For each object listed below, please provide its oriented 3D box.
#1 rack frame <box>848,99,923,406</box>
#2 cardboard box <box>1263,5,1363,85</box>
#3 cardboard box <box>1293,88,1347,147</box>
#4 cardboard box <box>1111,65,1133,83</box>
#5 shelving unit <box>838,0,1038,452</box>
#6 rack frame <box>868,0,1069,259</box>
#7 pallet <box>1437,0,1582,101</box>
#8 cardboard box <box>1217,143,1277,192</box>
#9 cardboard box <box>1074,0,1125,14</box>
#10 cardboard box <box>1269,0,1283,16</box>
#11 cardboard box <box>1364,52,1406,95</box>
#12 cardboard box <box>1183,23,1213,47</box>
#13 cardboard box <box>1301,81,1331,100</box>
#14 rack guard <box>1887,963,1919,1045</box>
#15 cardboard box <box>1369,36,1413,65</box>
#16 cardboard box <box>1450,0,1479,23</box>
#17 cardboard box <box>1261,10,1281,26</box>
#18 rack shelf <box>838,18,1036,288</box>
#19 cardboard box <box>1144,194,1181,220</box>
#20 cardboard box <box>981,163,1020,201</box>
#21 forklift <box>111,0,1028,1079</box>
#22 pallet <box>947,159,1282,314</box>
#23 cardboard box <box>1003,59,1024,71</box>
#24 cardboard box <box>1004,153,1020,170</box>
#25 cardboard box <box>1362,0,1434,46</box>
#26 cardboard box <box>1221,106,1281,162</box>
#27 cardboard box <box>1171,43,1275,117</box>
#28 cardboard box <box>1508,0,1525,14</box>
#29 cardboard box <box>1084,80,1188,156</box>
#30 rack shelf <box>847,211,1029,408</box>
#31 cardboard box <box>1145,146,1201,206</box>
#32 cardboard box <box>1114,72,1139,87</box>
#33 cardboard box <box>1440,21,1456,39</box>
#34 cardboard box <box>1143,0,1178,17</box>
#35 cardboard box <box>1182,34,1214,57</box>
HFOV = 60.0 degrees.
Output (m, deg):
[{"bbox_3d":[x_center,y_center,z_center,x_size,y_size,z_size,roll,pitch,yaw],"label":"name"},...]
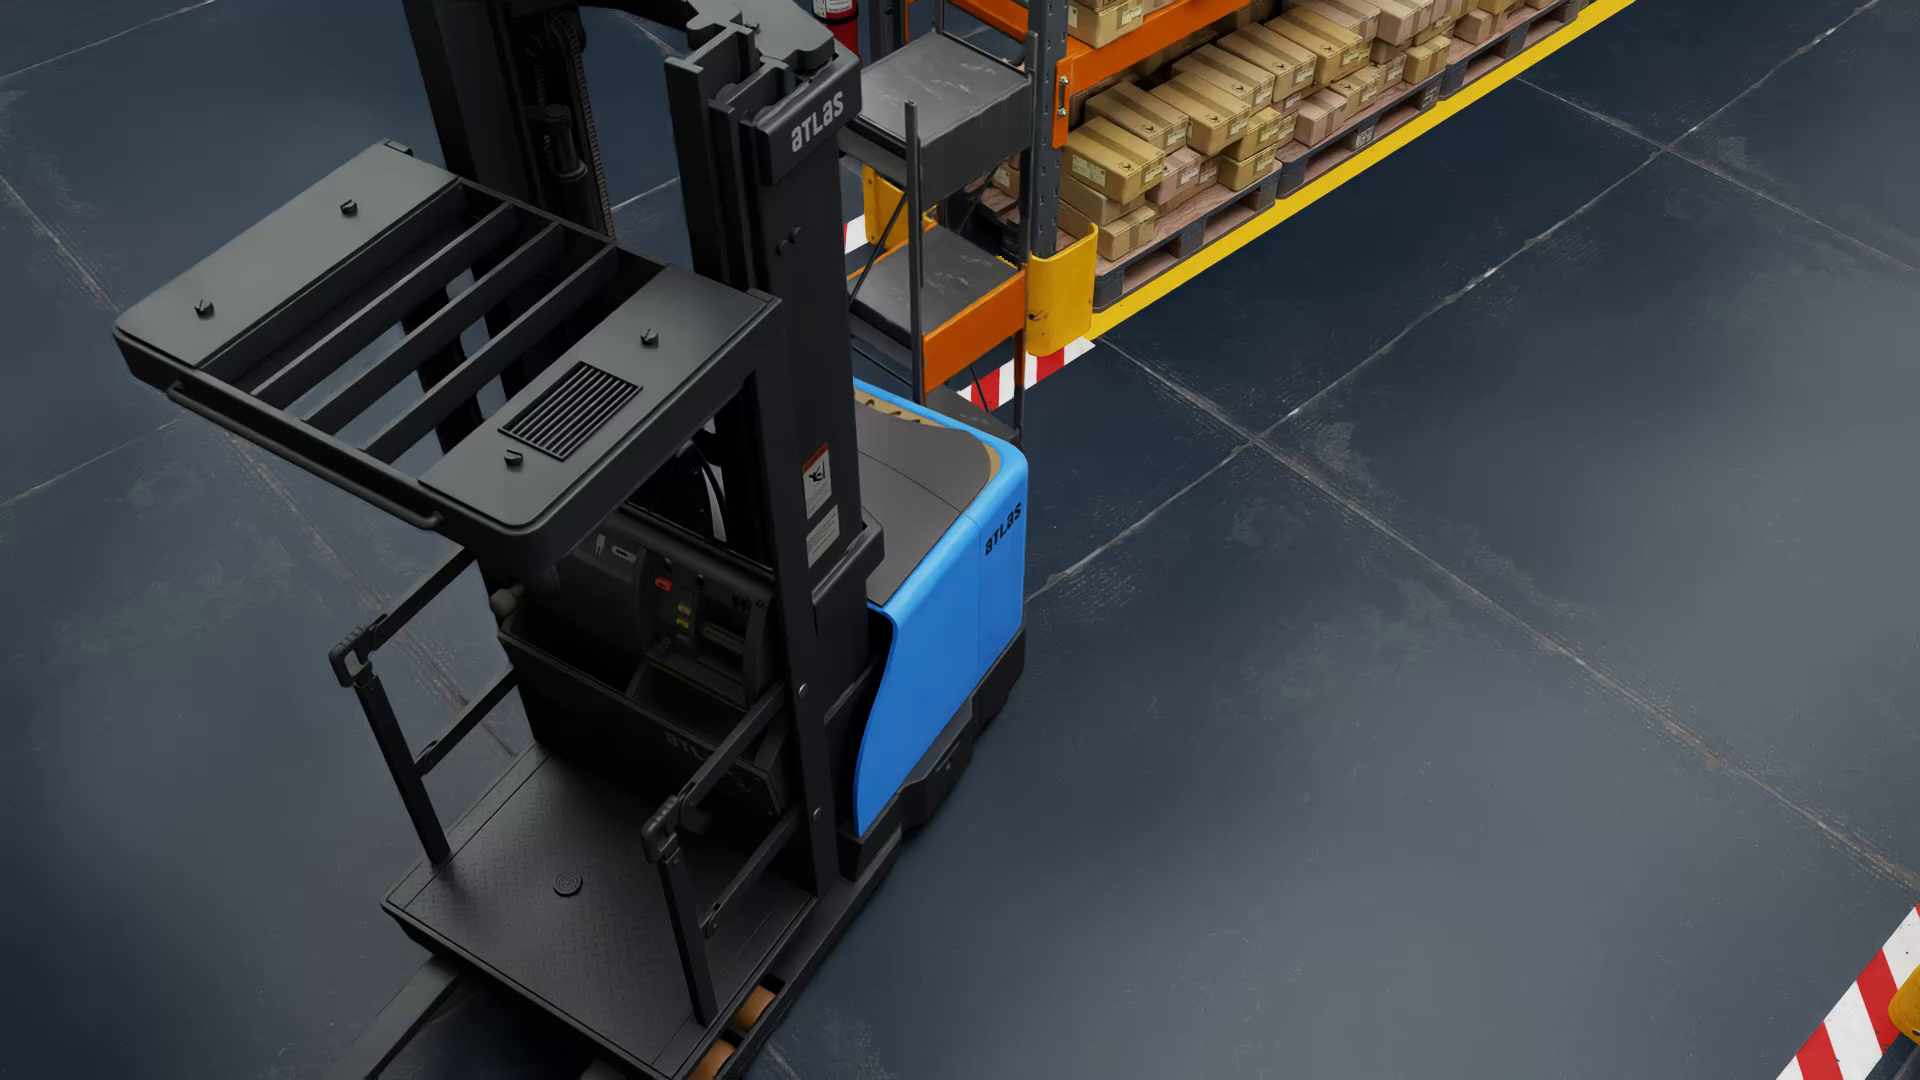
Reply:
[{"bbox_3d":[-0.265,-0.559,5.337,0.400,2.100,0.015,35,56,28],"label":"rack frame"},{"bbox_3d":[1.586,-2.241,7.526,0.250,0.149,0.380,-33,55,-27],"label":"cardboard box"},{"bbox_3d":[1.561,-2.009,7.717,0.380,0.149,0.250,36,57,29],"label":"cardboard box"},{"bbox_3d":[0.562,-2.195,7.483,0.250,0.149,0.380,-35,56,-28],"label":"cardboard box"},{"bbox_3d":[-0.097,-0.689,5.457,0.431,2.100,0.503,35,56,28],"label":"shelving unit"},{"bbox_3d":[0.010,-2.128,6.172,0.127,3.000,1.000,-34,56,-27],"label":"rack frame"},{"bbox_3d":[2.496,-2.808,8.698,1.213,0.211,1.003,-34,56,-27],"label":"pallet"},{"bbox_3d":[1.193,-1.756,7.483,0.250,0.149,0.380,-33,55,-27],"label":"cardboard box"},{"bbox_3d":[0.528,-2.334,6.092,0.500,0.500,0.500,-31,55,-26],"label":"cardboard box"},{"bbox_3d":[1.402,-2.666,7.918,0.250,0.149,0.380,-33,56,-27],"label":"cardboard box"},{"bbox_3d":[1.904,-2.298,7.983,0.250,0.149,0.380,-33,55,-27],"label":"cardboard box"},{"bbox_3d":[0.957,-2.451,7.720,0.250,0.149,0.380,-32,55,-26],"label":"cardboard box"},{"bbox_3d":[1.500,-2.205,7.695,0.250,0.149,0.380,-31,54,-25],"label":"cardboard box"},{"bbox_3d":[3.254,1.479,4.545,0.348,0.500,1.175,-34,56,-27],"label":"rack guard"},{"bbox_3d":[1.933,-2.442,7.914,0.380,0.149,0.250,36,57,29],"label":"cardboard box"},{"bbox_3d":[2.320,-2.700,8.152,0.250,0.149,0.380,-33,55,-27],"label":"cardboard box"},{"bbox_3d":[1.353,-2.609,8.068,0.250,0.149,0.380,-33,55,-27],"label":"cardboard box"},{"bbox_3d":[-0.097,-1.155,4.953,0.431,0.518,0.480,35,56,28],"label":"rack shelf"},{"bbox_3d":[0.751,-1.562,7.305,0.250,0.149,0.380,-34,56,-27],"label":"cardboard box"},{"bbox_3d":[0.259,-1.677,7.410,0.250,0.149,0.380,-33,55,-27],"label":"cardboard box"},{"bbox_3d":[-0.975,0.202,4.069,1.130,2.935,3.031,24,52,21],"label":"forklift"},{"bbox_3d":[0.691,-1.602,7.585,1.213,0.211,1.003,-34,56,-27],"label":"pallet"},{"bbox_3d":[0.231,-1.905,7.216,0.250,0.149,0.380,-33,55,-27],"label":"cardboard box"},{"bbox_3d":[0.208,-1.820,7.340,0.250,0.149,0.380,-35,56,-28],"label":"cardboard box"},{"bbox_3d":[1.966,-2.480,7.747,0.250,0.149,0.380,-36,57,-28],"label":"cardboard box"},{"bbox_3d":[1.195,-1.865,7.382,0.250,0.149,0.380,-32,55,-26],"label":"cardboard box"},{"bbox_3d":[1.149,-2.004,7.307,0.380,0.149,0.250,36,57,29],"label":"cardboard box"},{"bbox_3d":[2.660,-2.819,8.464,0.250,0.149,0.380,-32,55,-26],"label":"cardboard box"},{"bbox_3d":[0.749,-1.781,7.102,0.250,0.149,0.380,-33,55,-27],"label":"cardboard box"},{"bbox_3d":[-0.097,-0.680,5.467,0.431,0.518,0.480,35,56,28],"label":"rack shelf"},{"bbox_3d":[0.811,-1.628,7.163,0.250,0.149,0.380,-34,56,-27],"label":"cardboard box"},{"bbox_3d":[0.592,-2.078,7.578,0.250,0.149,0.380,-36,57,-28],"label":"cardboard box"},{"bbox_3d":[2.231,-2.589,8.252,0.250,0.149,0.380,-35,56,-28],"label":"cardboard box"},{"bbox_3d":[0.630,-2.173,6.385,0.250,0.149,0.380,-32,55,-26],"label":"cardboard box"},{"bbox_3d":[0.966,-2.341,7.821,0.250,0.149,0.380,-33,55,-27],"label":"cardboard box"}]
